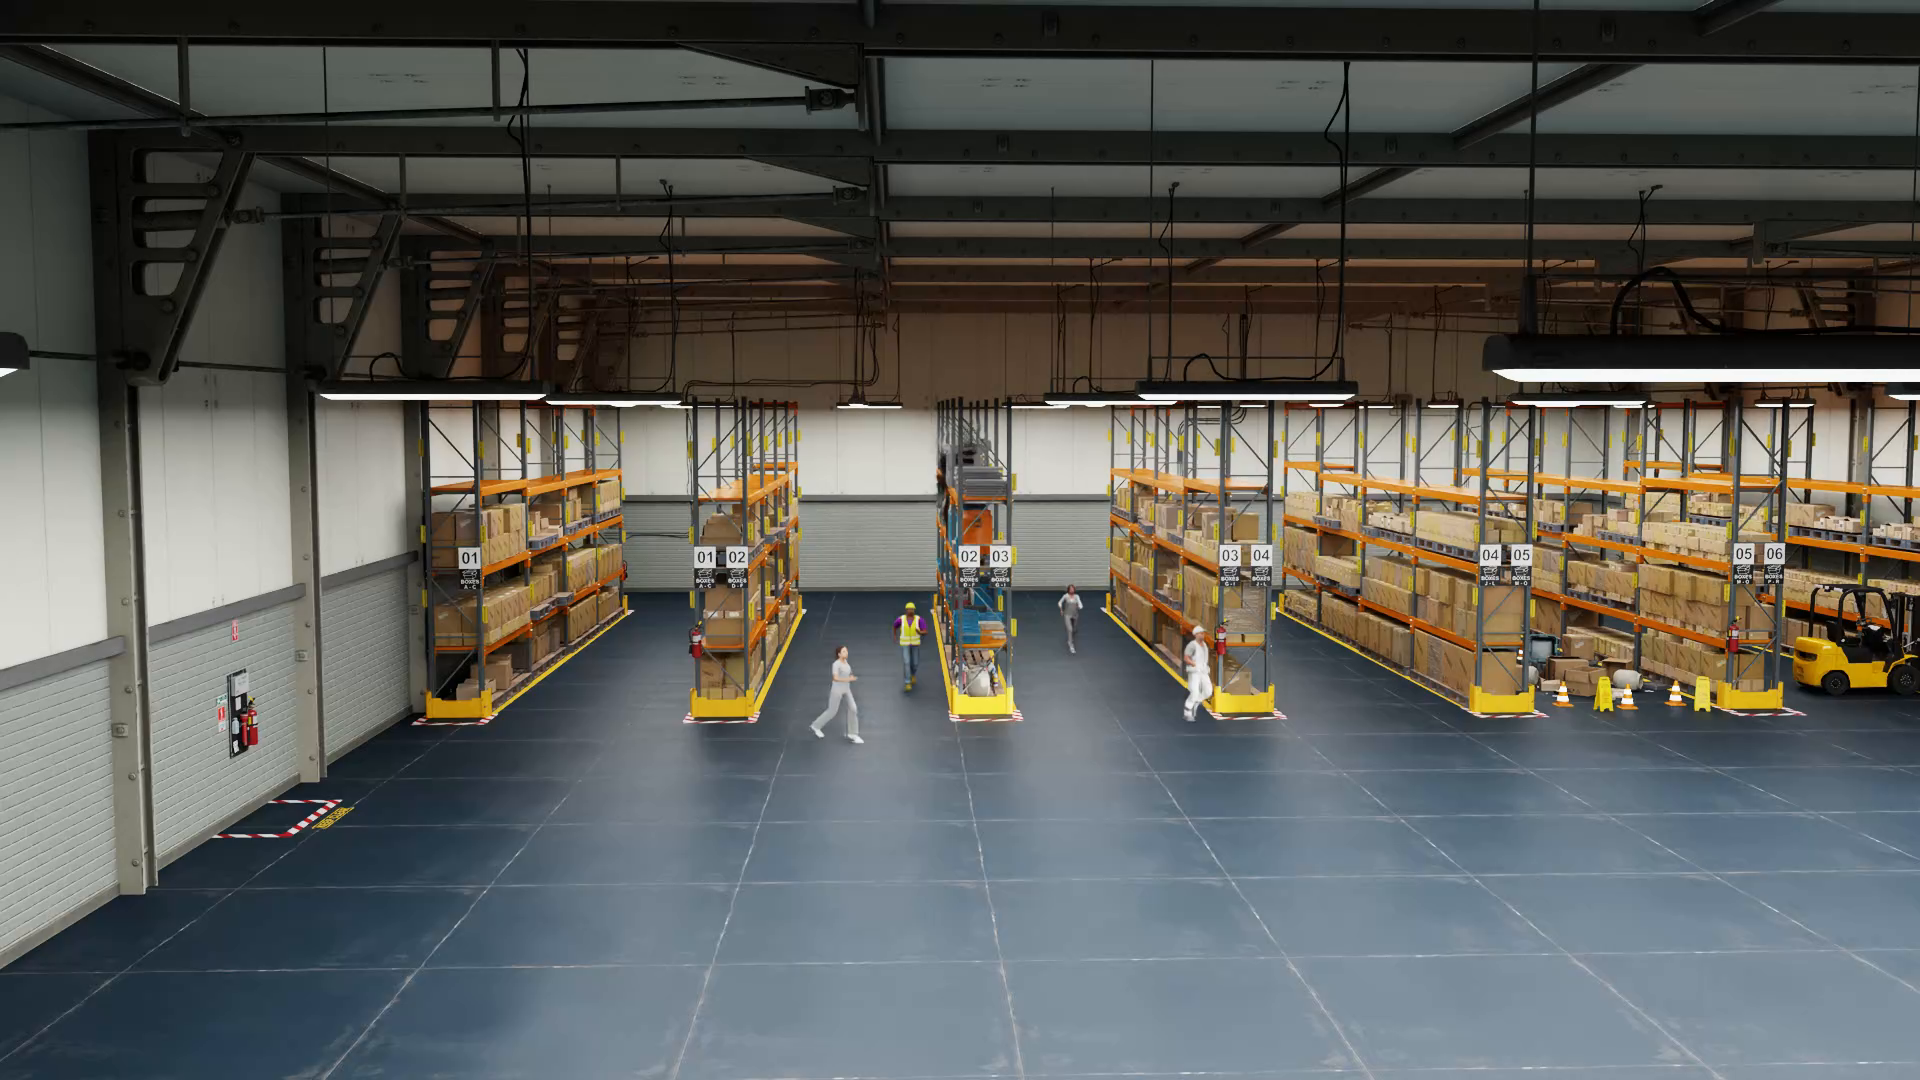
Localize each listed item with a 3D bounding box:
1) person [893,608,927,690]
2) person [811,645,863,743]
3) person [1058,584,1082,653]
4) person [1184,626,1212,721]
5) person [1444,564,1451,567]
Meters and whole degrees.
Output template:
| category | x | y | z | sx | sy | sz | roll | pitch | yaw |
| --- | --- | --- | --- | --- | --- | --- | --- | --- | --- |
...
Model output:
| category | x | y | z | sx | sy | sz | roll | pitch | yaw |
| --- | --- | --- | --- | --- | --- | --- | --- | --- | --- |
| person | -1.024 | 2.182 | 34.303 | 0.700 | 1.716 | 0.989 | -1 | 4 | -7 |
| person | -2.118 | 2.658 | 28.865 | 0.954 | 1.696 | 0.575 | 2 | 5 | 27 |
| person | 2.644 | 1.848 | 39.637 | 0.539 | 1.582 | 0.893 | -1 | 4 | -10 |
| person | 4.438 | 2.470 | 30.842 | 0.699 | 1.754 | 0.531 | -3 | 6 | -37 |
| person | 14.560 | 1.113 | 49.355 | 0.561 | 1.616 | 0.672 | 0 | 4 | 4 |
